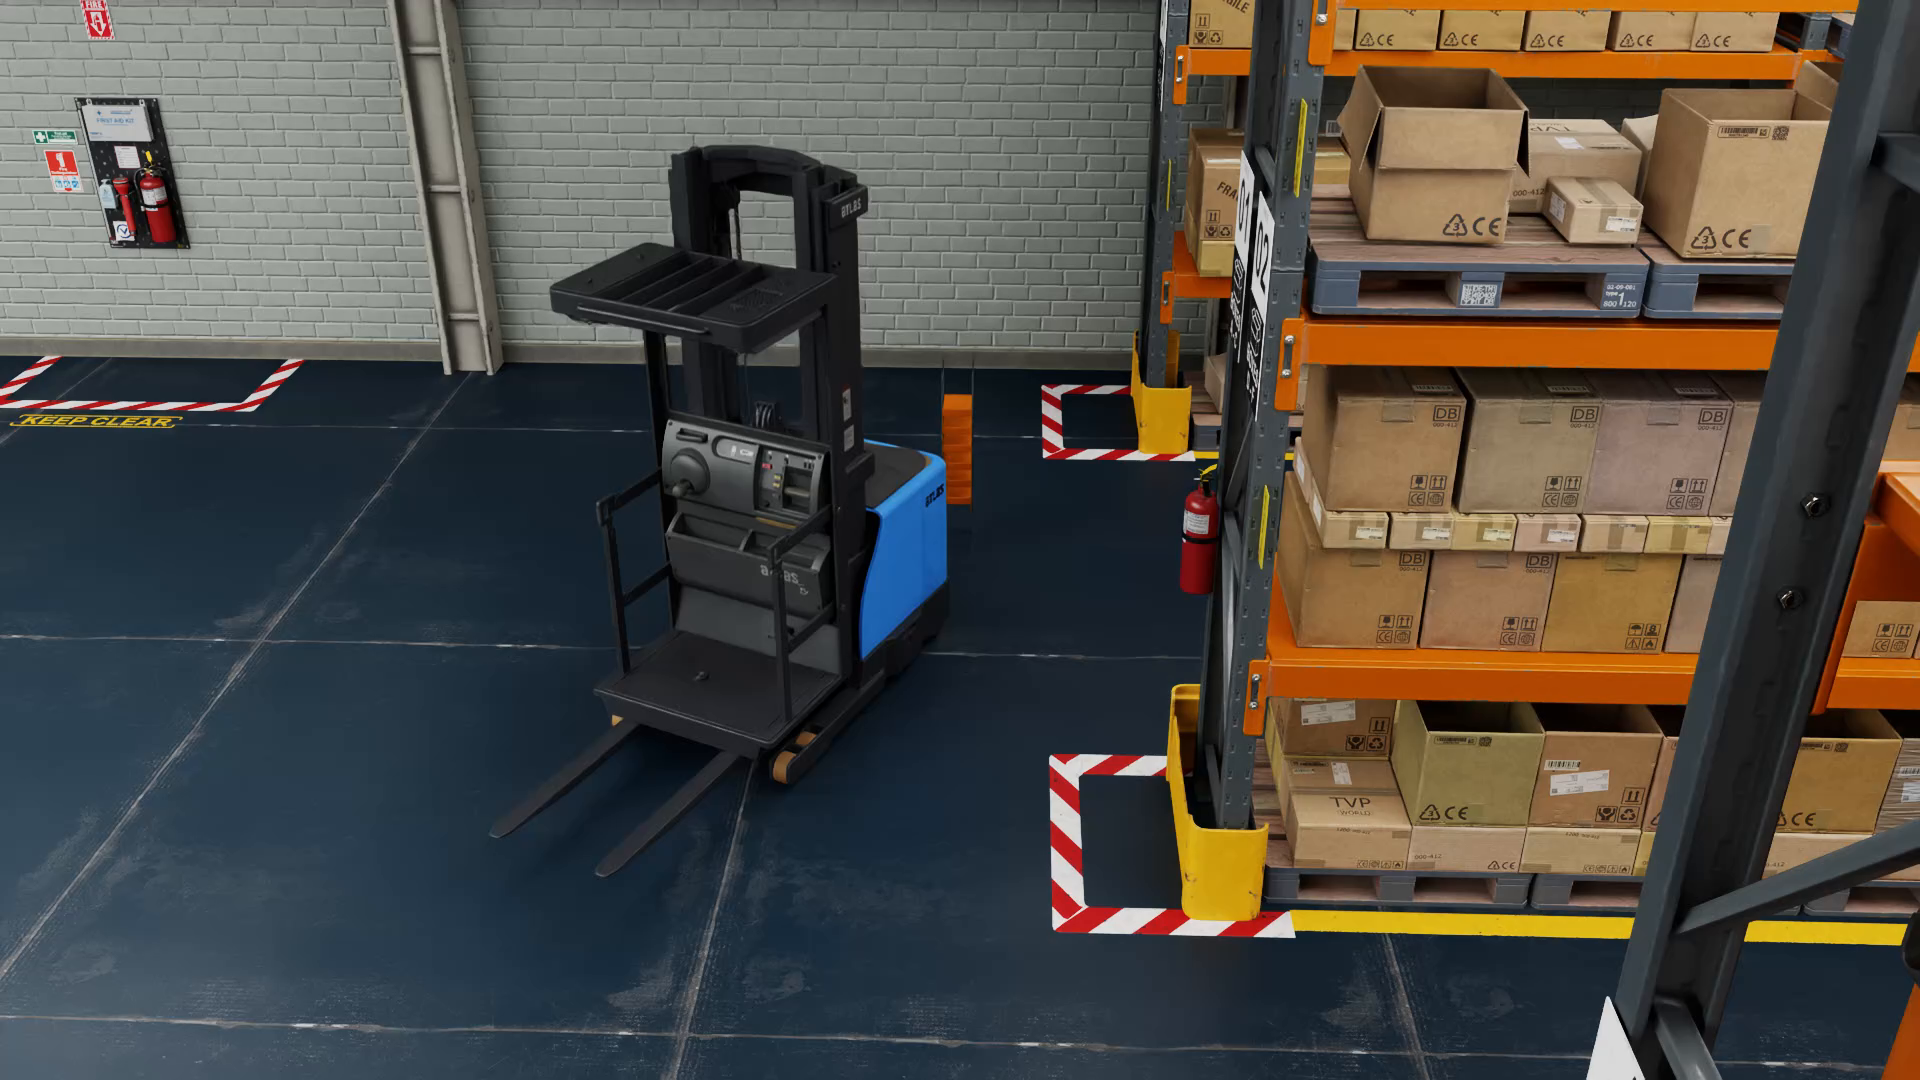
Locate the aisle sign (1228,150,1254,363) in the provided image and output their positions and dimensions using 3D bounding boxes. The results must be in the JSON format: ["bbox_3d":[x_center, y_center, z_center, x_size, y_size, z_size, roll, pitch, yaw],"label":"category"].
[{"bbox_3d":[1.167,-1.179,6.921,0.004,0.787,0.394,1,28,2],"label":"aisle sign"}]

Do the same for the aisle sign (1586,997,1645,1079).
[{"bbox_3d":[0.982,1.138,2.551,0.004,0.787,0.394,1,28,2],"label":"aisle sign"}]

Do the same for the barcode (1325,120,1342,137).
[{"bbox_3d":[1.541,-1.694,6.847,0.075,0.075,0.001,1,28,2],"label":"barcode"}]

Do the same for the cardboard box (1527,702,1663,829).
[{"bbox_3d":[2.750,0.929,7.407,0.500,0.500,0.500,1,28,2],"label":"cardboard box"}]

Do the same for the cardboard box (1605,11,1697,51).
[{"bbox_3d":[4.373,-3.430,10.612,0.500,0.500,0.500,-1,28,-3],"label":"cardboard box"}]

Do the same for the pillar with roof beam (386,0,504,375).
[{"bbox_3d":[-4.025,-3.339,7.366,0.400,9.000,9.100,1,28,2],"label":"pillar with roof beam"}]

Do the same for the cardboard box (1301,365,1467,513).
[{"bbox_3d":[1.741,-0.495,6.914,0.500,0.500,0.700,1,28,2],"label":"cardboard box"}]

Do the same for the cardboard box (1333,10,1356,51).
[{"bbox_3d":[2.254,-3.441,10.633,0.500,0.500,0.500,3,28,5],"label":"cardboard box"}]

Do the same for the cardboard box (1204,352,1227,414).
[{"bbox_3d":[2.082,-1.163,12.068,0.500,0.311,0.500,-2,28,-4],"label":"cardboard box"}]

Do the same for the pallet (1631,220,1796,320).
[{"bbox_3d":[3.151,-1.135,6.506,1.213,0.211,1.003,1,28,2],"label":"pallet"}]

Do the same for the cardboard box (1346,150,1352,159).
[{"bbox_3d":[2.870,-2.312,11.171,0.500,0.500,0.500,0,28,0],"label":"cardboard box"}]

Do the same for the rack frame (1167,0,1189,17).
[{"bbox_3d":[1.394,-4.861,10.238,0.127,3.000,1.000,1,28,2],"label":"rack frame"}]

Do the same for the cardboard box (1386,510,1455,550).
[{"bbox_3d":[1.871,-0.112,6.885,0.250,0.149,0.380,0,28,0],"label":"cardboard box"}]

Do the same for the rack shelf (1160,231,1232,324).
[{"bbox_3d":[3.392,-1.860,11.749,4.000,0.370,1.077,1,28,2],"label":"rack shelf"}]

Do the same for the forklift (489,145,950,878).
[{"bbox_3d":[-1.181,-0.304,8.120,1.130,2.935,3.031,13,31,24],"label":"forklift"}]

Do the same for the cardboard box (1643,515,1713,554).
[{"bbox_3d":[2.894,-0.095,6.853,0.250,0.149,0.380,1,28,1],"label":"cardboard box"}]

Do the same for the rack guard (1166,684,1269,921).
[{"bbox_3d":[1.198,1.212,7.855,0.348,0.500,1.175,1,28,2],"label":"rack guard"}]

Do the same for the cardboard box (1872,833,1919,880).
[{"bbox_3d":[4.249,1.285,7.535,0.500,0.250,0.500,1,28,2],"label":"cardboard box"}]

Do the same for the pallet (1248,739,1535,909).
[{"bbox_3d":[1.988,1.333,7.935,1.213,0.211,1.003,1,28,2],"label":"pallet"}]

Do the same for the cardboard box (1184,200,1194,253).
[{"bbox_3d":[1.868,-2.236,11.830,0.500,0.250,0.500,1,28,3],"label":"cardboard box"}]

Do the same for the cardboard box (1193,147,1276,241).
[{"bbox_3d":[1.860,-2.336,11.217,0.500,0.500,0.500,1,28,2],"label":"cardboard box"}]

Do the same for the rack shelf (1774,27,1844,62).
[{"bbox_3d":[7.390,-3.119,10.922,4.000,0.370,1.077,1,28,2],"label":"rack shelf"}]

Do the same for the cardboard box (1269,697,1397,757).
[{"bbox_3d":[1.769,0.676,7.885,0.500,0.500,0.500,1,28,2],"label":"cardboard box"}]

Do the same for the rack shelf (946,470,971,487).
[{"bbox_3d":[-0.014,-0.385,10.472,0.180,0.103,0.258,1,28,2],"label":"rack shelf"}]

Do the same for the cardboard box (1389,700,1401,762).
[{"bbox_3d":[2.269,1.011,8.053,0.500,0.250,0.500,1,28,2],"label":"cardboard box"}]

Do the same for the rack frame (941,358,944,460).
[{"bbox_3d":[-0.106,-0.532,10.398,0.006,1.200,0.240,1,28,2],"label":"rack frame"}]

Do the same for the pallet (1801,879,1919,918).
[{"bbox_3d":[4.427,1.374,7.859,1.213,0.211,1.003,1,28,2],"label":"pallet"}]

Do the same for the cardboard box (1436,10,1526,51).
[{"bbox_3d":[3.310,-3.435,10.622,0.500,0.500,0.500,3,28,5],"label":"cardboard box"}]

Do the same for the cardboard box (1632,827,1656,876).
[{"bbox_3d":[3.250,1.276,7.553,0.500,0.250,0.500,1,28,2],"label":"cardboard box"}]

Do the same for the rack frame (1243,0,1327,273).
[{"bbox_3d":[1.222,-2.542,5.864,0.127,3.000,1.000,1,28,2],"label":"rack frame"}]

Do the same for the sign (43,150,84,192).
[{"bbox_3d":[-6.890,-2.835,12.783,0.234,0.329,0.001,1,28,2],"label":"sign"}]

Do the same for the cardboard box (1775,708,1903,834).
[{"bbox_3d":[3.750,0.947,7.374,0.500,0.500,0.500,1,28,2],"label":"cardboard box"}]

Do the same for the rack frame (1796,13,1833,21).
[{"bbox_3d":[5.391,-4.795,10.113,0.127,3.000,1.000,1,28,2],"label":"rack frame"}]

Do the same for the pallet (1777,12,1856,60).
[{"bbox_3d":[6.004,-3.327,10.746,1.003,0.211,1.213,1,28,2],"label":"pallet"}]

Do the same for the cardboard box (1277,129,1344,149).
[{"bbox_3d":[2.375,-2.563,11.646,0.500,0.500,0.500,1,28,2],"label":"cardboard box"}]

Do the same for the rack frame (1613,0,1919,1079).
[{"bbox_3d":[1.044,-0.222,1.487,0.053,2.616,0.949,1,28,2],"label":"rack frame"}]

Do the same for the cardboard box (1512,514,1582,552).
[{"bbox_3d":[2.372,-0.102,6.866,0.250,0.149,0.380,1,28,1],"label":"cardboard box"}]

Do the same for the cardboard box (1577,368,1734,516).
[{"bbox_3d":[2.771,-0.480,6.887,0.500,0.500,0.700,1,28,2],"label":"cardboard box"}]

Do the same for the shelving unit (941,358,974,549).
[{"bbox_3d":[-0.014,-0.530,10.395,0.189,1.200,0.258,1,28,2],"label":"shelving unit"}]

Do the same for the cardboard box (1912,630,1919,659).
[{"bbox_3d":[4.249,0.120,7.140,0.500,0.500,0.700,1,28,1],"label":"cardboard box"}]

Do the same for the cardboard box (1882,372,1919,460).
[{"bbox_3d":[3.771,-0.464,6.856,0.500,0.500,0.700,1,28,2],"label":"cardboard box"}]

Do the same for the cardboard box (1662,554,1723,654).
[{"bbox_3d":[3.236,0.102,7.174,0.500,0.500,0.700,2,28,3],"label":"cardboard box"}]

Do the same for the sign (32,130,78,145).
[{"bbox_3d":[-6.886,-3.065,12.650,0.331,0.109,0.001,1,28,2],"label":"sign"}]

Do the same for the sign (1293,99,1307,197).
[{"bbox_3d":[1.197,-1.379,5.853,0.005,0.325,0.100,1,28,2],"label":"sign"}]

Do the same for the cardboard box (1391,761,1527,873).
[{"bbox_3d":[2.250,1.257,7.589,0.500,0.250,0.500,1,28,2],"label":"cardboard box"}]

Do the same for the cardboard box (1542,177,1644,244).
[{"bbox_3d":[2.392,-1.252,6.301,0.250,0.149,0.380,1,28,2],"label":"cardboard box"}]

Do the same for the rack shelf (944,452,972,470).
[{"bbox_3d":[-0.014,-0.491,10.416,0.180,0.103,0.258,1,28,2],"label":"rack shelf"}]

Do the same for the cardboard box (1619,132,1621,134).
[{"bbox_3d":[4.412,-2.534,11.591,0.500,0.500,0.500,1,28,2],"label":"cardboard box"}]

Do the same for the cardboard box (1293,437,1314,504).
[{"bbox_3d":[1.611,-0.305,7.250,0.250,0.149,0.380,0,28,1],"label":"cardboard box"}]

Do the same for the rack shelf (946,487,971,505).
[{"bbox_3d":[-0.014,-0.279,10.528,0.180,0.103,0.258,1,28,2],"label":"rack shelf"}]

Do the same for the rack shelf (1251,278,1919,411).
[{"bbox_3d":[3.221,-0.866,6.672,4.000,0.370,1.077,1,28,2],"label":"rack shelf"}]

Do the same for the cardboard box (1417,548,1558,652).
[{"bbox_3d":[2.214,0.084,7.207,0.500,0.500,0.700,2,28,3],"label":"cardboard box"}]

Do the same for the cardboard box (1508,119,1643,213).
[{"bbox_3d":[2.383,-1.503,6.667,0.500,0.250,0.500,1,28,2],"label":"cardboard box"}]

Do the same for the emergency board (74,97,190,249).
[{"bbox_3d":[-6.341,-2.762,12.683,0.643,1.169,0.194,1,28,2],"label":"emergency board"}]

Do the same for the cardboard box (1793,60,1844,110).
[{"bbox_3d":[3.579,-1.530,6.449,0.637,0.503,0.797,4,28,7],"label":"cardboard box"}]
